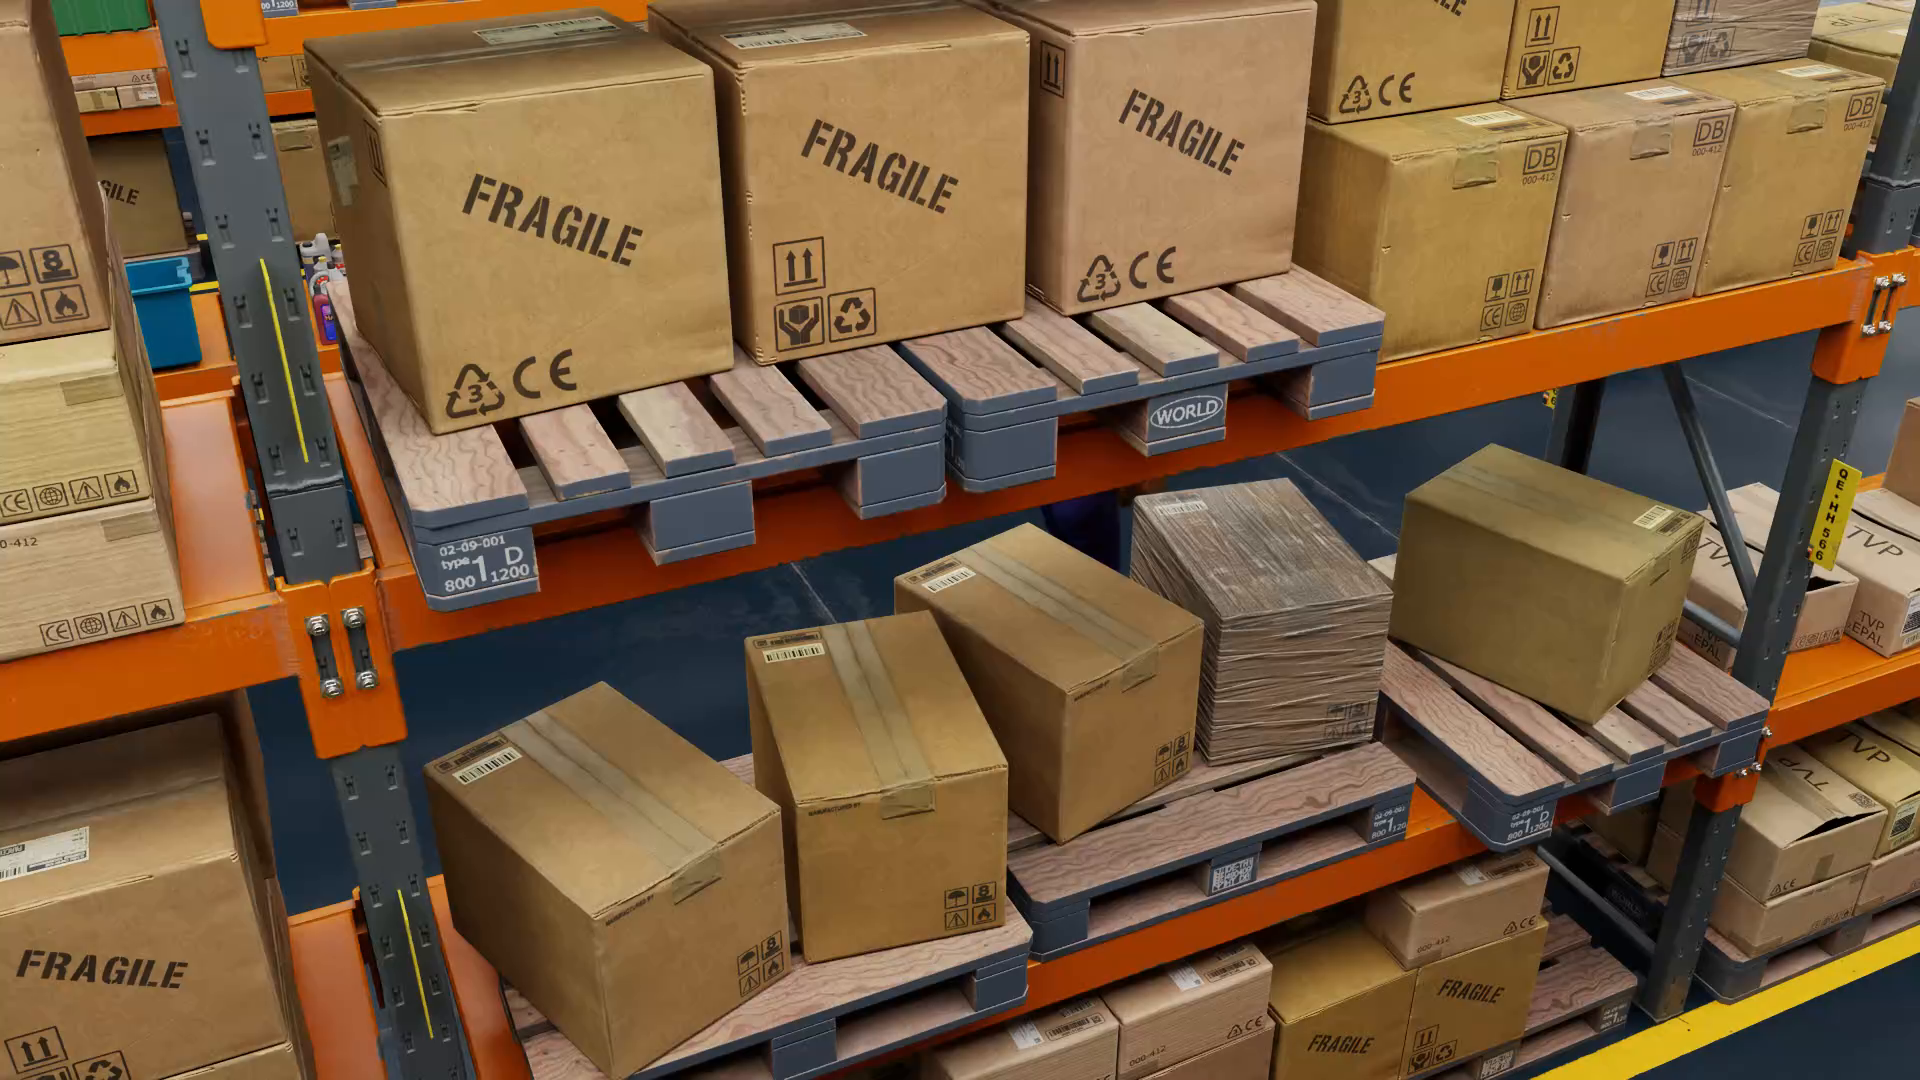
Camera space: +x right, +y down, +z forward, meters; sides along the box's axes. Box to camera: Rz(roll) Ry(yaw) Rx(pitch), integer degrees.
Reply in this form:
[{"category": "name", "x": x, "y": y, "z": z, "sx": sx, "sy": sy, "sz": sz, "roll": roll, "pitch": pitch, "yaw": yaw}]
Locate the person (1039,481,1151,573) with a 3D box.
[{"category": "person", "x": 0.595, "y": -0.214, "z": 7.514, "sx": 0.476, "sy": 1.651, "sz": 0.487, "roll": -13, "pitch": 32, "yaw": -22}]
